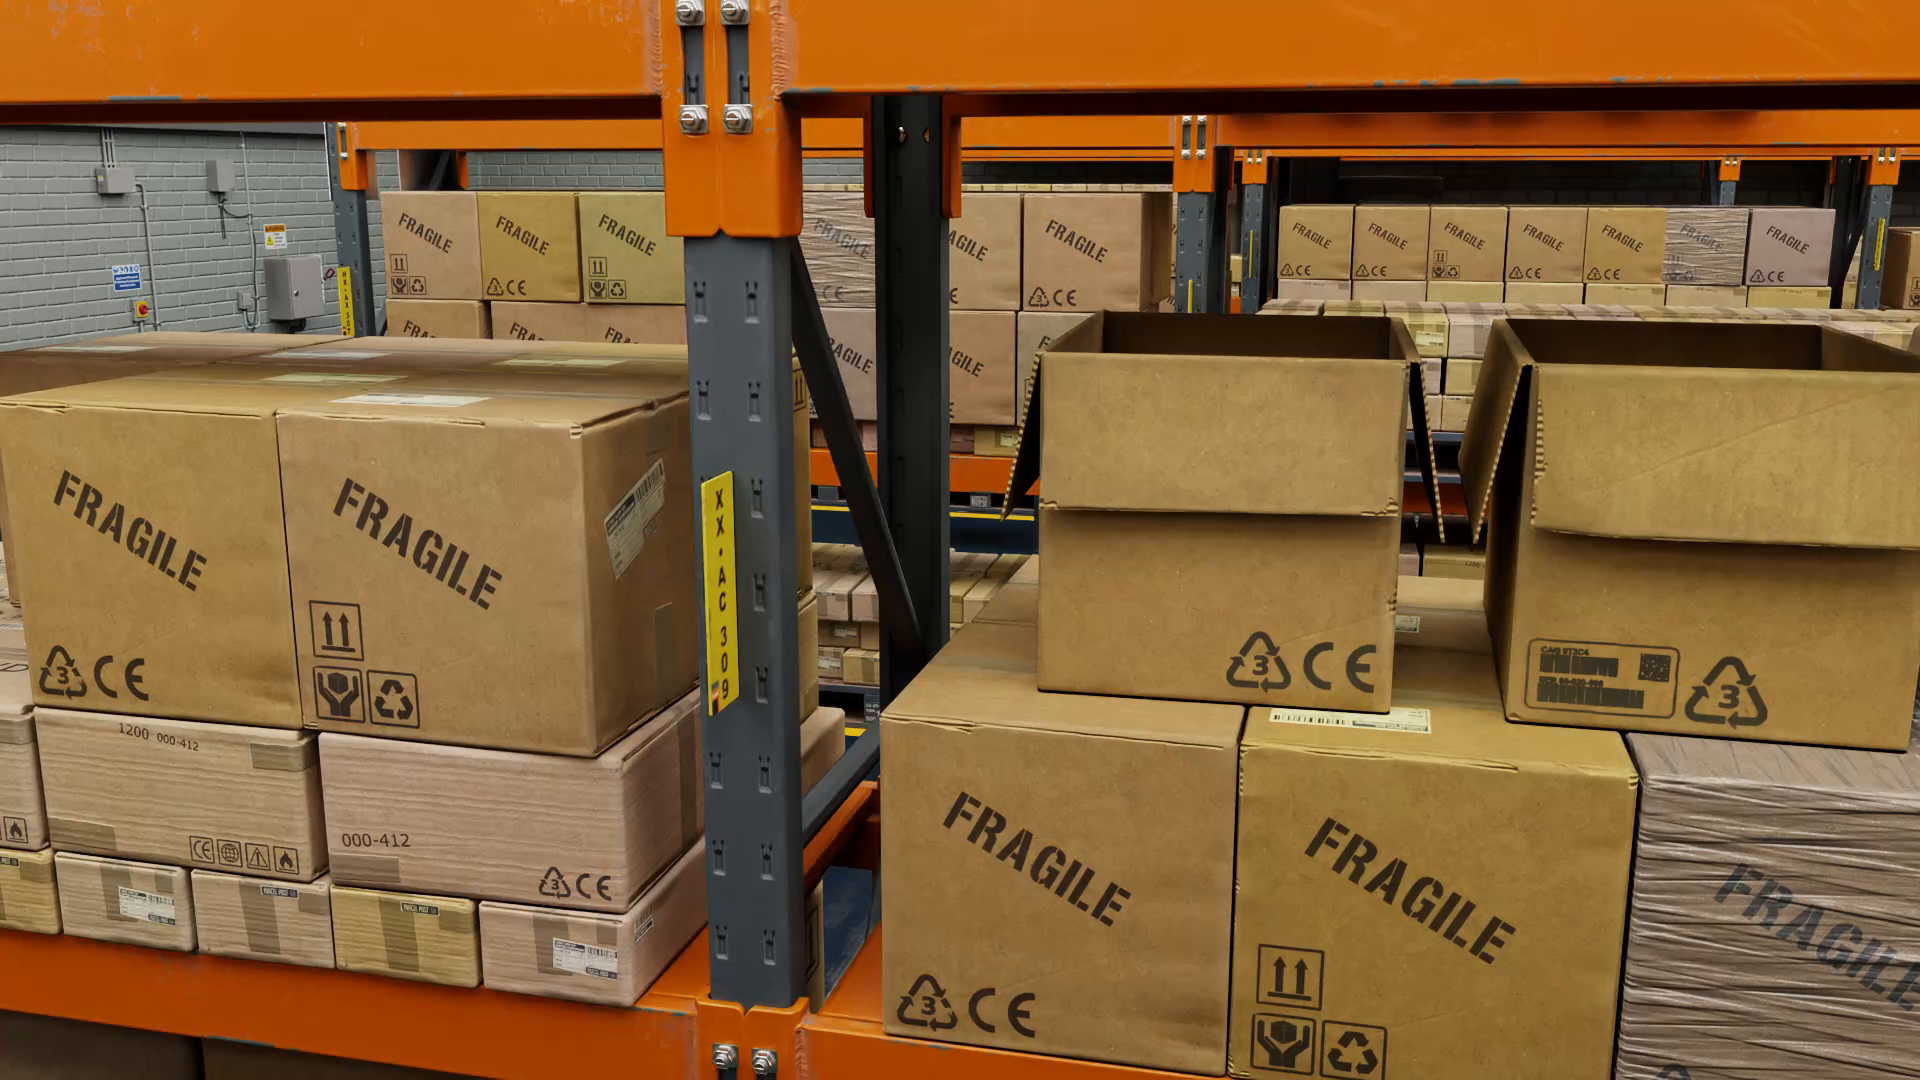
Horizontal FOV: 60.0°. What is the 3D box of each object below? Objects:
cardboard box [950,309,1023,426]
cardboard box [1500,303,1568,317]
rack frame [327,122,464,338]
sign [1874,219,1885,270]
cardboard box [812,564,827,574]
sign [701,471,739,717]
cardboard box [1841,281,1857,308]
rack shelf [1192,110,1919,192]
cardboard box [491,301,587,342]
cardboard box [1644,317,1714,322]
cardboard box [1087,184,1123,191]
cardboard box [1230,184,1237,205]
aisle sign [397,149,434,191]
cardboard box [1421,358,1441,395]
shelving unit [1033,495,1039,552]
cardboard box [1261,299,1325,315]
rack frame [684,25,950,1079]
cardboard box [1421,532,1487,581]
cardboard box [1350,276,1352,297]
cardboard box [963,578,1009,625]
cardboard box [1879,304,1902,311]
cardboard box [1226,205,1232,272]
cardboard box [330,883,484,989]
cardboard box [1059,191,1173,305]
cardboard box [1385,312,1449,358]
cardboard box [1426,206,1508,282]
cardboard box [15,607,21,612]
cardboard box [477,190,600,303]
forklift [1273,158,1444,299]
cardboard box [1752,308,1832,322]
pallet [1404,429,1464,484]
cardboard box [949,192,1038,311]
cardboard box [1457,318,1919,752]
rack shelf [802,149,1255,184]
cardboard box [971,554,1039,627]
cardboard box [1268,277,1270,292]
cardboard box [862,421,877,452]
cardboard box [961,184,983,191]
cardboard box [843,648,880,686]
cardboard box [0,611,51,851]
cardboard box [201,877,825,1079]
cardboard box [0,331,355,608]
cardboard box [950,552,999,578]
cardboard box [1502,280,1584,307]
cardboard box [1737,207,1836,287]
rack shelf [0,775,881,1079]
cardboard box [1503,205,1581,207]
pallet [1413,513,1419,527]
[{"bbox_3d":[0.047,-0.806,7.525,0.500,0.500,0.500,3,13,12],"label":"cardboard box"},{"bbox_3d":[2.529,-0.958,7.362,0.250,0.149,0.380,3,13,12],"label":"cardboard box"},{"bbox_3d":[-2.796,-0.827,8.536,0.127,3.000,1.000,3,13,14],"label":"rack frame"},{"bbox_3d":[5.930,-1.906,10.728,0.005,0.325,0.100,3,13,14],"label":"sign"},{"bbox_3d":[-0.819,0.225,8.033,0.250,0.149,0.380,3,13,14],"label":"cardboard box"},{"bbox_3d":[-0.330,0.074,2.294,0.005,0.325,0.100,3,13,14],"label":"sign"},{"bbox_3d":[8.104,-2.327,15.644,0.500,0.250,0.500,3,13,12],"label":"cardboard box"},{"bbox_3d":[3.030,-1.629,6.886,4.000,0.370,1.077,3,13,14],"label":"rack shelf"},{"bbox_3d":[-1.900,-0.917,8.025,0.500,0.500,0.500,3,13,14],"label":"cardboard box"},{"bbox_3d":[2.878,-0.795,6.628,0.250,0.149,0.380,3,13,15],"label":"cardboard box"},{"bbox_3d":[1.081,-2.529,12.171,0.250,0.149,0.380,3,13,13],"label":"cardboard box"},{"bbox_3d":[1.932,-2.590,12.446,0.250,0.149,0.380,3,13,13],"label":"cardboard box"},{"bbox_3d":[-2.795,-2.163,8.556,0.004,0.787,0.394,3,13,14],"label":"aisle sign"},{"bbox_3d":[1.863,-0.704,6.903,0.250,0.149,0.380,3,13,15],"label":"cardboard box"},{"bbox_3d":[0.083,-0.728,11.551,1.048,1.500,0.538,3,13,14],"label":"shelving unit"},{"bbox_3d":[1.524,-1.012,7.609,0.250,0.149,0.380,4,13,16],"label":"cardboard box"},{"bbox_3d":[-0.198,0.418,2.926,0.053,2.616,0.949,3,13,14],"label":"rack frame"},{"bbox_3d":[2.260,0.151,7.199,0.500,0.250,0.500,3,13,15],"label":"cardboard box"},{"bbox_3d":[2.662,-1.865,12.405,0.500,0.250,0.500,3,13,13],"label":"cardboard box"},{"bbox_3d":[0.179,0.297,7.709,0.250,0.149,0.380,3,13,13],"label":"cardboard box"},{"bbox_3d":[6.330,-1.484,11.110,0.250,0.149,0.380,2,13,10],"label":"cardboard box"},{"bbox_3d":[1.772,-2.278,12.538,0.500,0.500,0.500,3,13,14],"label":"cardboard box"},{"bbox_3d":[-0.824,0.581,2.771,0.250,0.149,0.380,3,13,15],"label":"cardboard box"},{"bbox_3d":[0.708,-1.376,7.785,0.500,0.500,0.500,3,13,15],"label":"cardboard box"},{"bbox_3d":[1.881,-0.848,6.868,0.250,0.149,0.380,3,13,14],"label":"cardboard box"},{"bbox_3d":[3.521,-2.072,11.609,0.500,0.500,0.500,3,13,12],"label":"cardboard box"},{"bbox_3d":[-1.578,0.214,3.502,0.500,0.250,0.500,3,13,15],"label":"cardboard box"},{"bbox_3d":[-1.932,-1.405,7.916,0.500,0.500,0.500,3,13,15],"label":"cardboard box"},{"bbox_3d":[3.350,-1.948,13.746,3.031,2.935,1.130,1,13,3],"label":"forklift"},{"bbox_3d":[3.550,-0.904,7.120,0.250,0.149,0.380,4,13,16],"label":"cardboard box"},{"bbox_3d":[1.795,-0.456,7.304,1.213,0.211,1.003,3,13,14],"label":"pallet"},{"bbox_3d":[0.064,-1.295,7.418,0.500,0.500,0.500,3,13,12],"label":"cardboard box"},{"bbox_3d":[1.087,-0.051,2.490,0.637,0.503,0.797,3,13,14],"label":"cardboard box"},{"bbox_3d":[0.234,-2.883,12.537,4.000,0.370,1.077,3,13,14],"label":"rack shelf"},{"bbox_3d":[0.321,0.336,3.061,0.500,0.500,0.500,3,13,14],"label":"cardboard box"},{"bbox_3d":[3.101,-2.662,17.386,0.250,0.149,0.380,3,13,14],"label":"cardboard box"},{"bbox_3d":[-0.282,-0.506,7.667,0.250,0.149,0.380,2,13,11],"label":"cardboard box"},{"bbox_3d":[0.066,-2.561,12.314,0.250,0.149,0.380,3,13,12],"label":"cardboard box"},{"bbox_3d":[-0.379,0.565,7.874,0.250,0.149,0.380,3,13,13],"label":"cardboard box"},{"bbox_3d":[-1.689,0.326,2.999,0.500,0.250,0.500,3,13,15],"label":"cardboard box"},{"bbox_3d":[-0.820,1.200,3.338,0.875,0.875,0.875,3,13,14],"label":"cardboard box"},{"bbox_3d":[-1.585,-0.152,3.420,0.500,0.500,0.500,3,13,12],"label":"cardboard box"},{"bbox_3d":[0.034,0.177,8.249,0.250,0.149,0.380,3,13,12],"label":"cardboard box"},{"bbox_3d":[4.023,-1.676,11.553,0.500,0.250,0.500,3,13,12],"label":"cardboard box"},{"bbox_3d":[5.495,-1.967,11.134,0.500,0.500,0.500,3,13,12],"label":"cardboard box"},{"bbox_3d":[-2.140,0.666,3.469,4.000,0.370,1.077,3,13,14],"label":"rack shelf"},{"bbox_3d":[4.168,-2.153,11.972,0.500,0.500,0.500,3,13,14],"label":"cardboard box"},{"bbox_3d":[2.943,-0.280,12.509,1.213,0.211,1.003,3,13,14],"label":"pallet"}]
